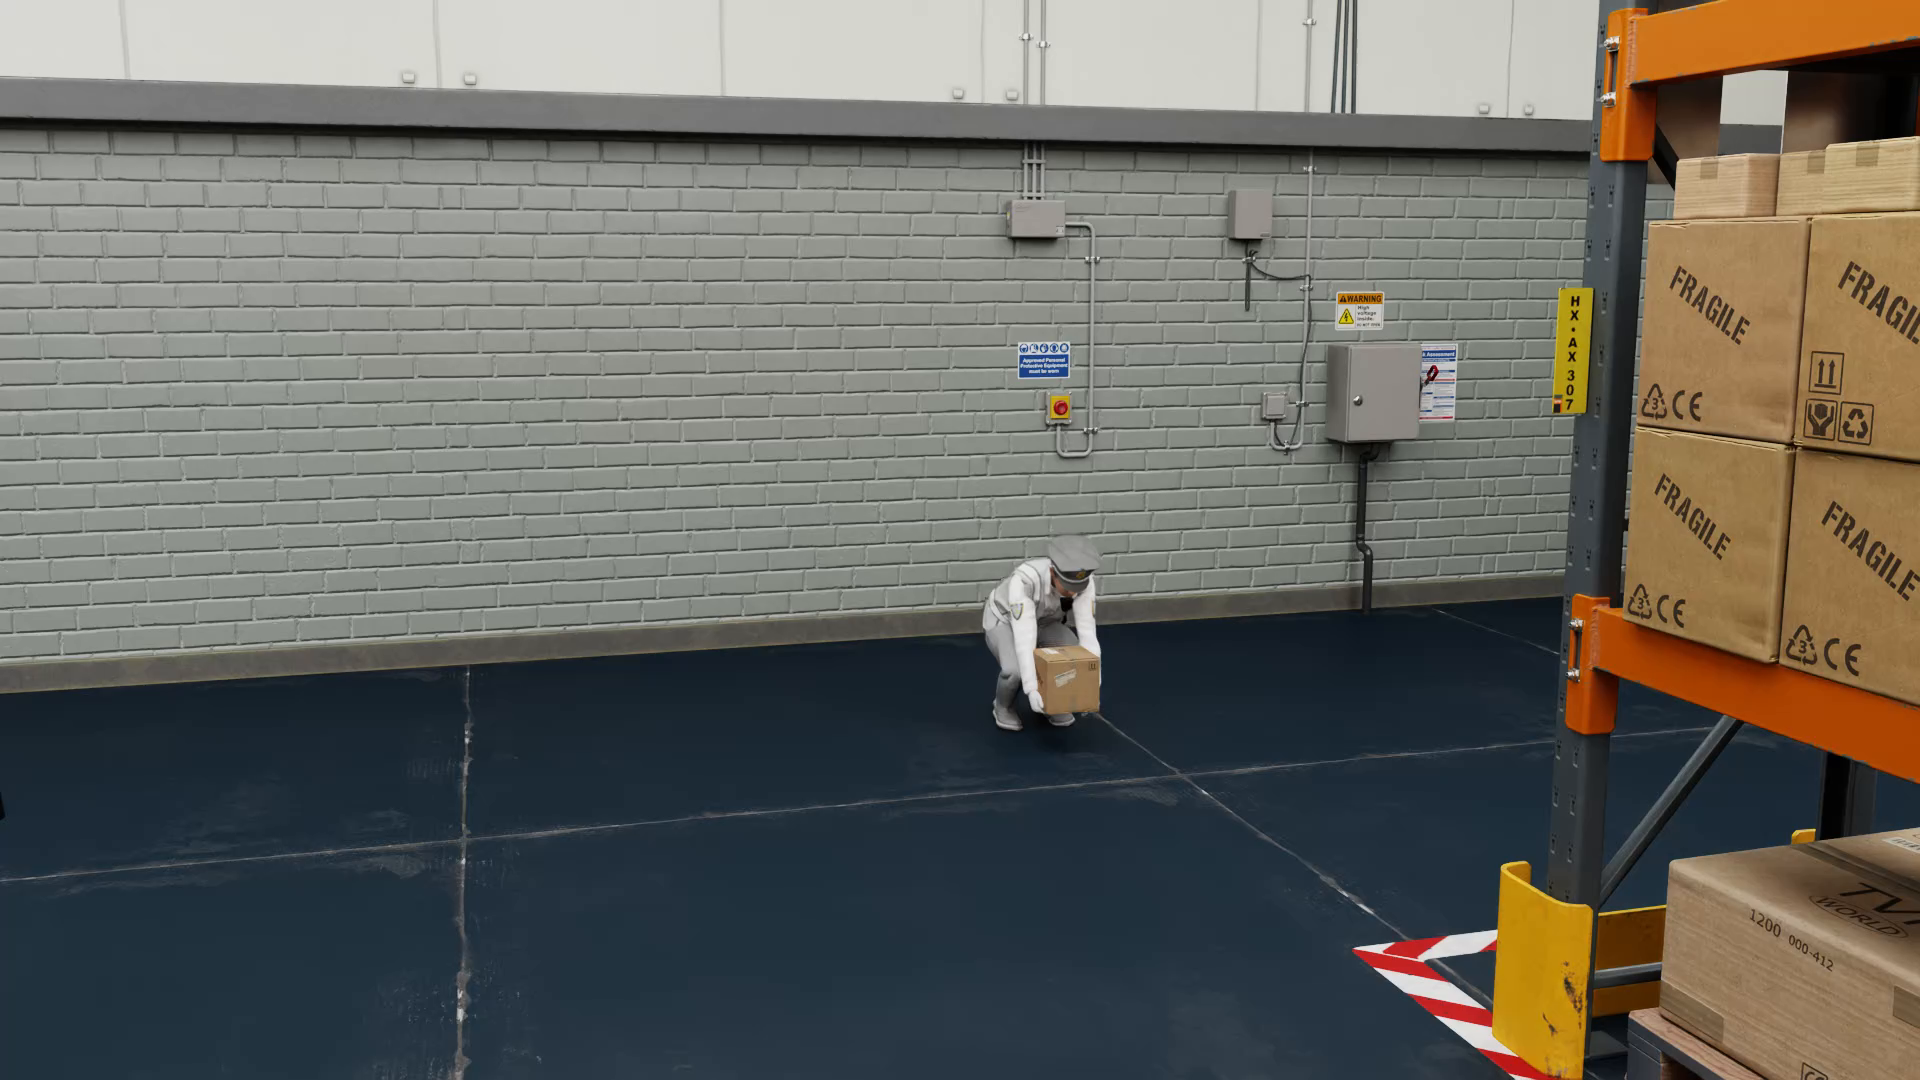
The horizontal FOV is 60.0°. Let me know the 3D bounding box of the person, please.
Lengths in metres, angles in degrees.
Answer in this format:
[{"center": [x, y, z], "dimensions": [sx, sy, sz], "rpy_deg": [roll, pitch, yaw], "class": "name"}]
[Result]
[{"center": [0.396, 0.433, 7.890], "dimensions": [0.462, 0.984, 0.832], "rpy_deg": [-3, 10, -17], "class": "person"}]
